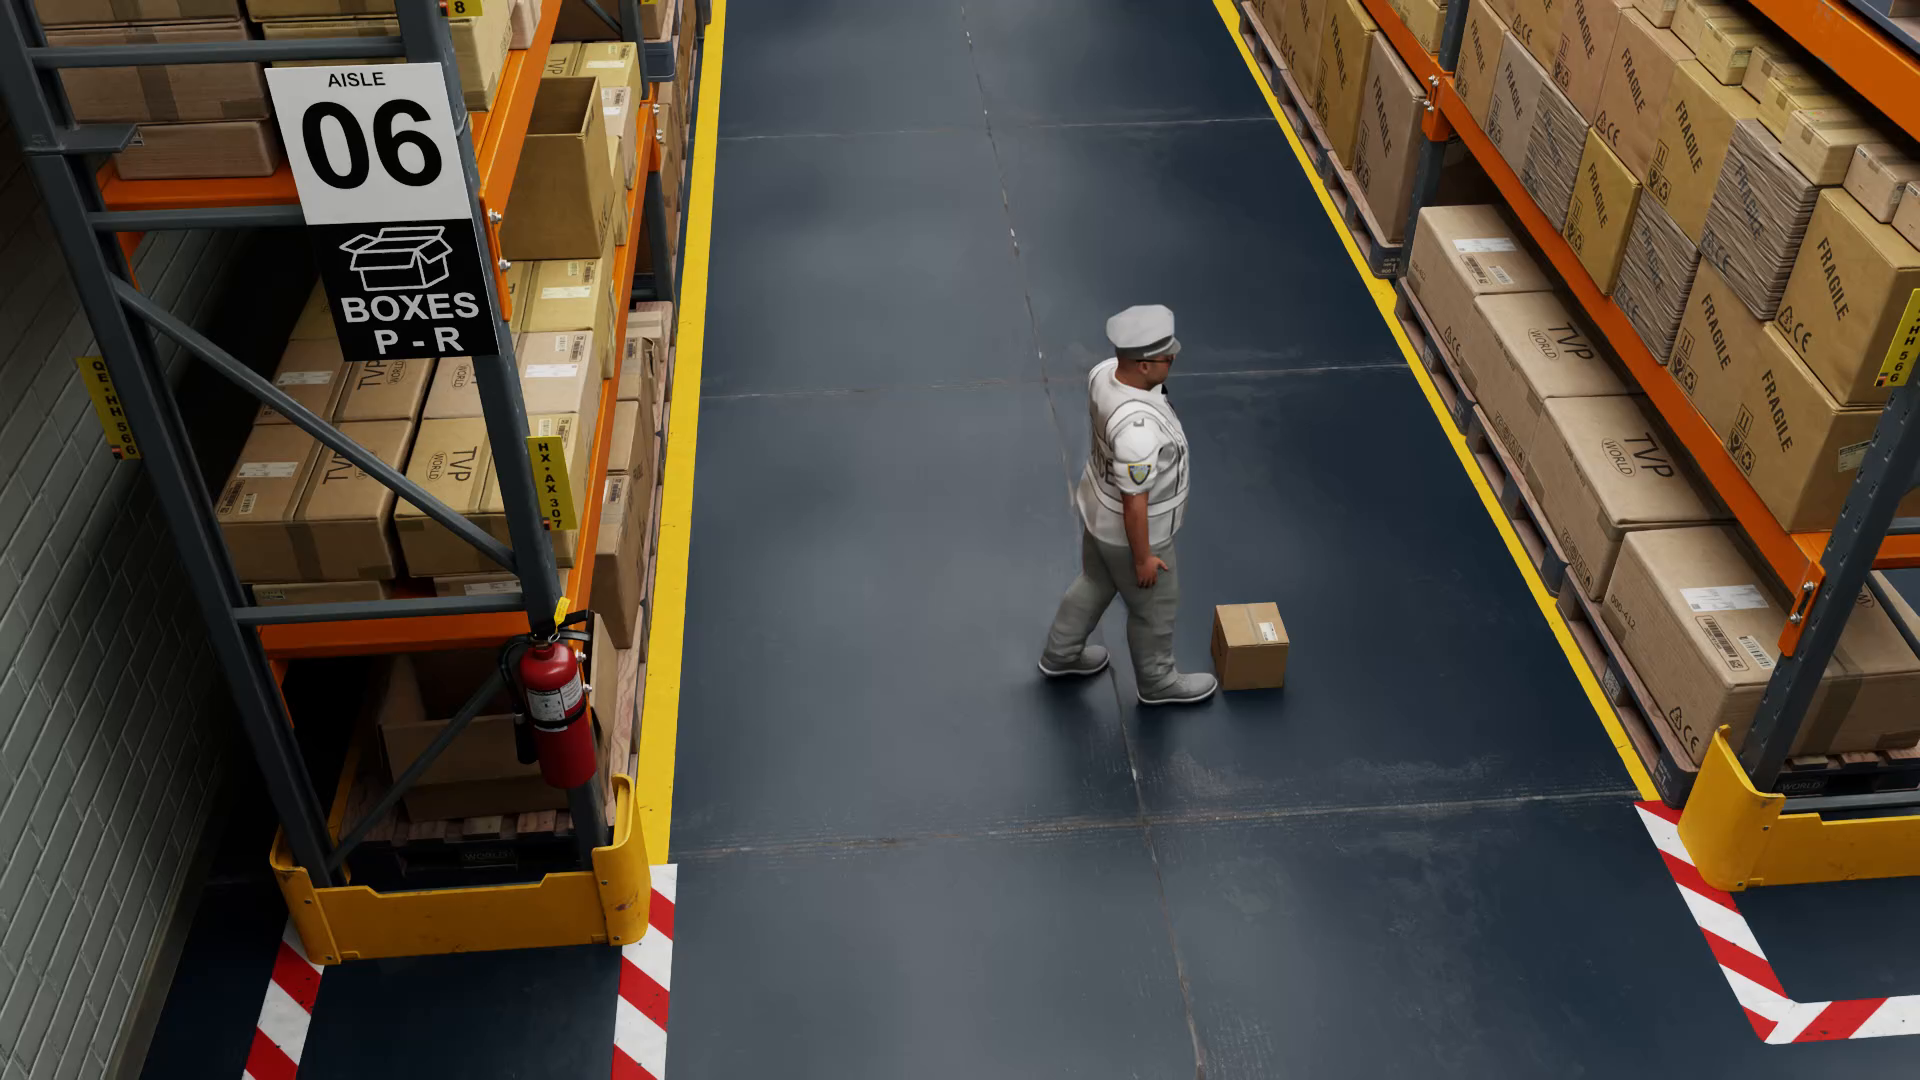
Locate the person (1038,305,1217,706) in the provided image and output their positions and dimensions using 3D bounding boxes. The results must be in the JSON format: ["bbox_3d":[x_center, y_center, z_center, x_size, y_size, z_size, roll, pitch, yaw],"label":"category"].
[{"bbox_3d":[0.678,-0.093,6.247,0.701,1.760,0.550,-6,39,-8],"label":"person"}]
